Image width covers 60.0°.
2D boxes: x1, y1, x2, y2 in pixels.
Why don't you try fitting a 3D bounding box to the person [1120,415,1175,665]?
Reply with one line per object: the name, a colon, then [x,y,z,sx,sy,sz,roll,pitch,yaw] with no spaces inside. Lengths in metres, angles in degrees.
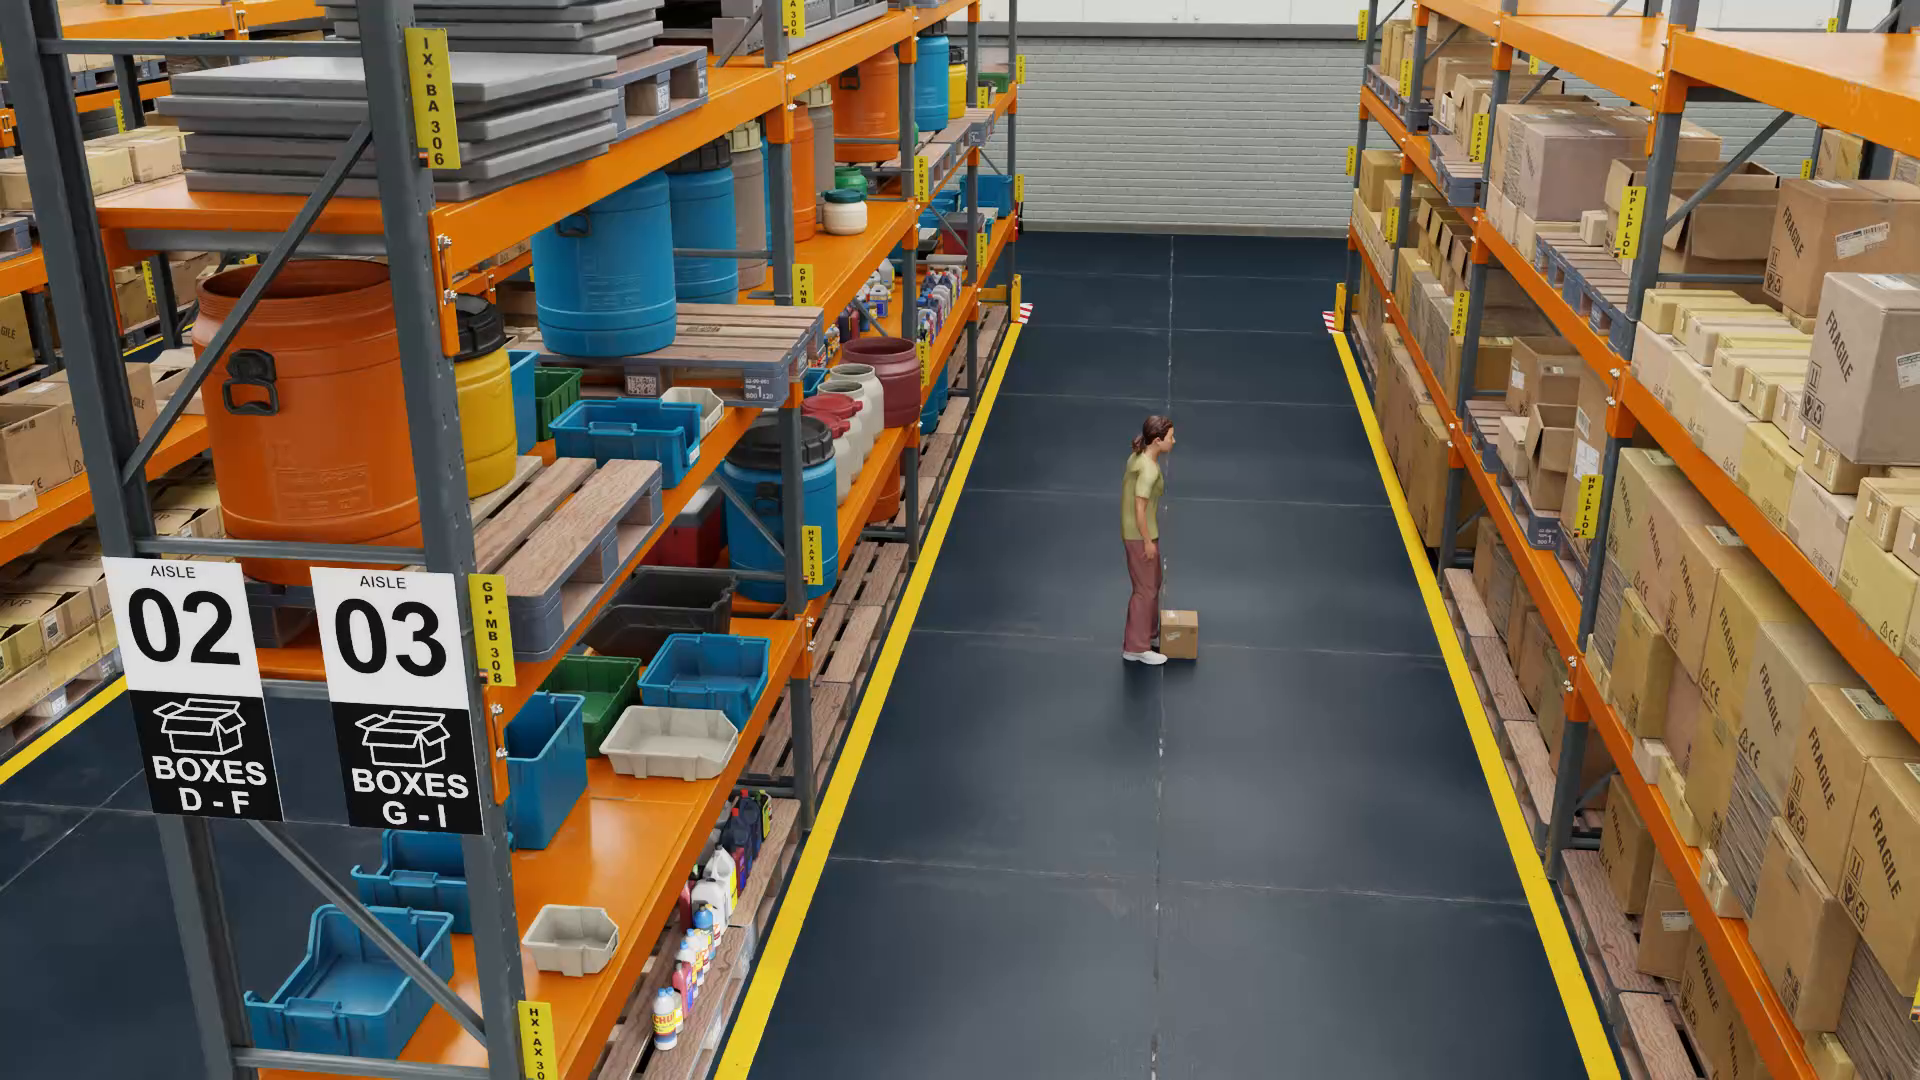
person: [1.276,-0.026,11.153,0.412,1.672,0.521,1,21,3]
